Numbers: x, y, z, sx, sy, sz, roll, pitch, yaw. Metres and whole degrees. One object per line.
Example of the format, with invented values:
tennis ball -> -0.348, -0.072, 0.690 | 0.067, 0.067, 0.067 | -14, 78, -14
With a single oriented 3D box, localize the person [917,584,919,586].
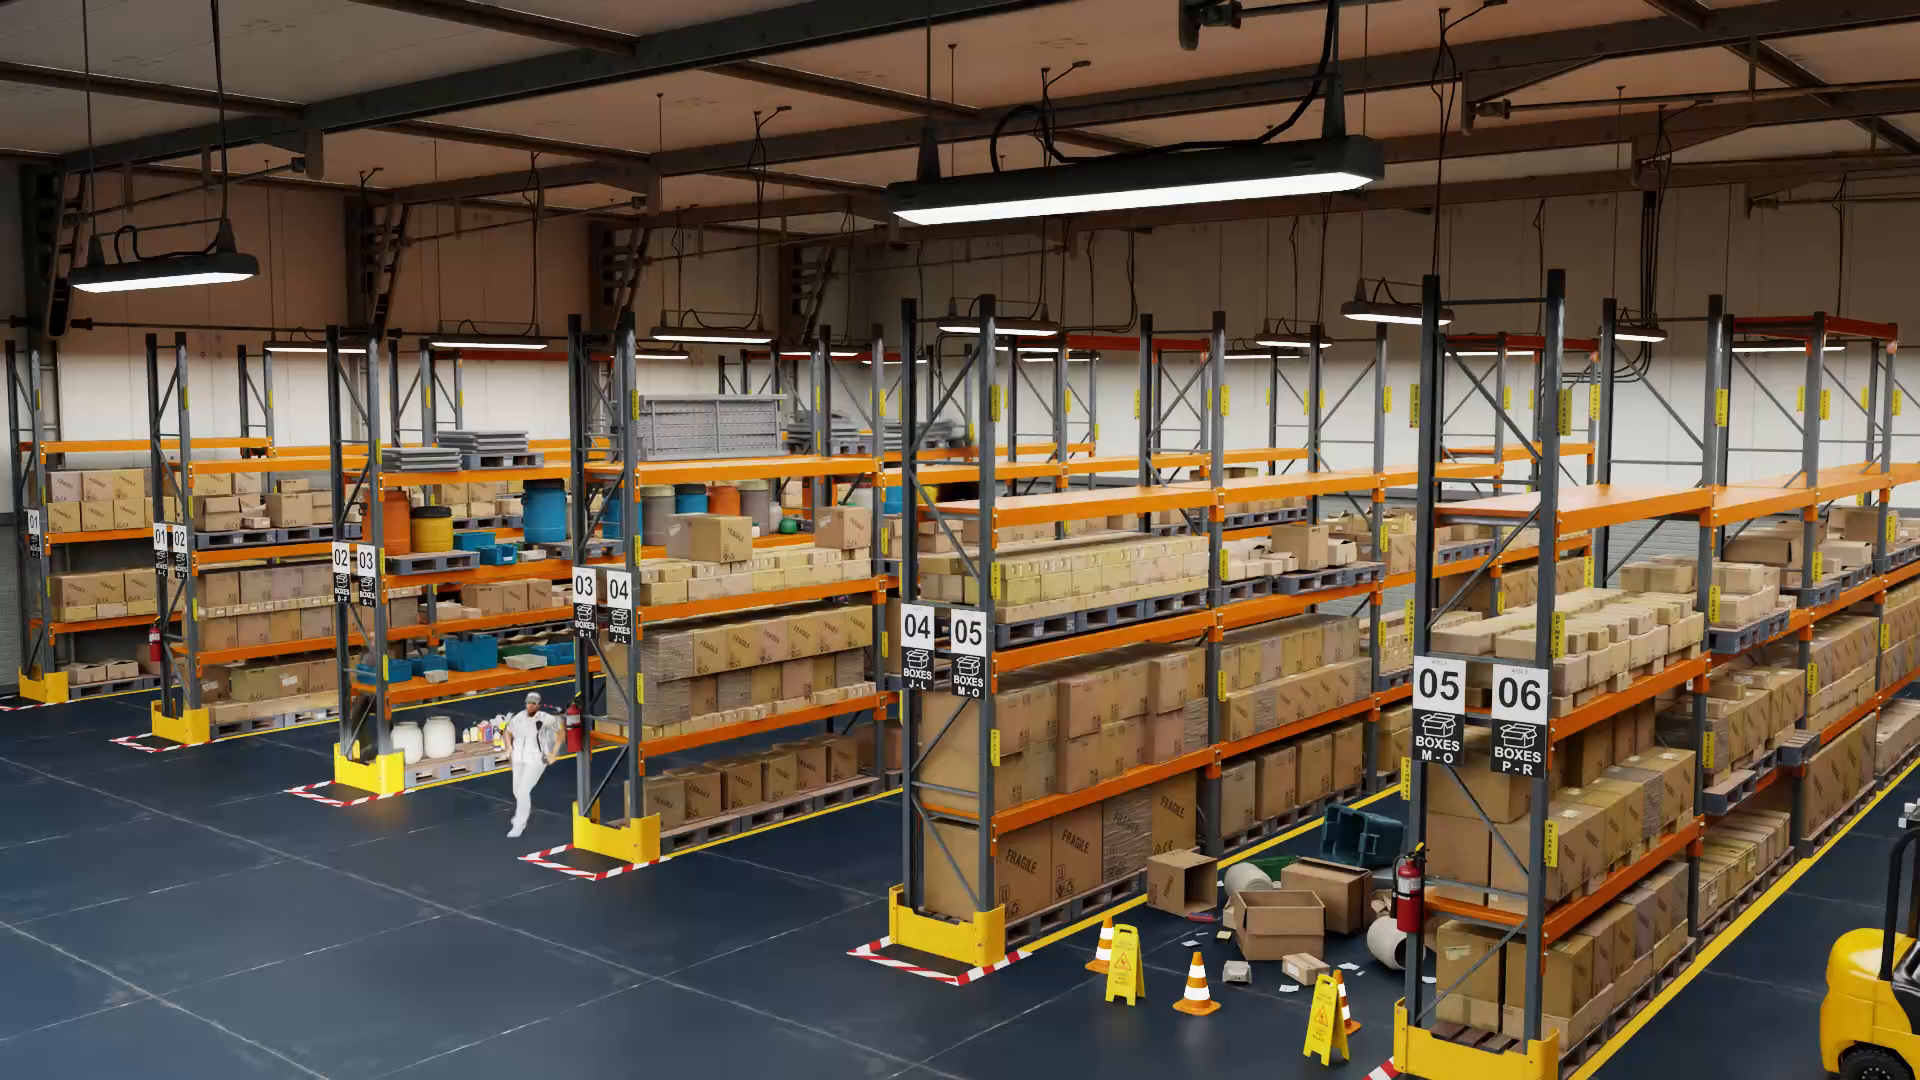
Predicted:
person -> -1.194, 1.206, 34.454 | 0.663, 1.776, 0.676 | 4, 6, 35

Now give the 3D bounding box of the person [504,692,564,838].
person -> -5.037, 2.610, 19.488 | 0.694, 1.695, 0.734 | 1, 5, 15

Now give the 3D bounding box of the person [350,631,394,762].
person -> -8.209, 2.193, 23.258 | 0.667, 1.843, 0.822 | 3, 6, 29
